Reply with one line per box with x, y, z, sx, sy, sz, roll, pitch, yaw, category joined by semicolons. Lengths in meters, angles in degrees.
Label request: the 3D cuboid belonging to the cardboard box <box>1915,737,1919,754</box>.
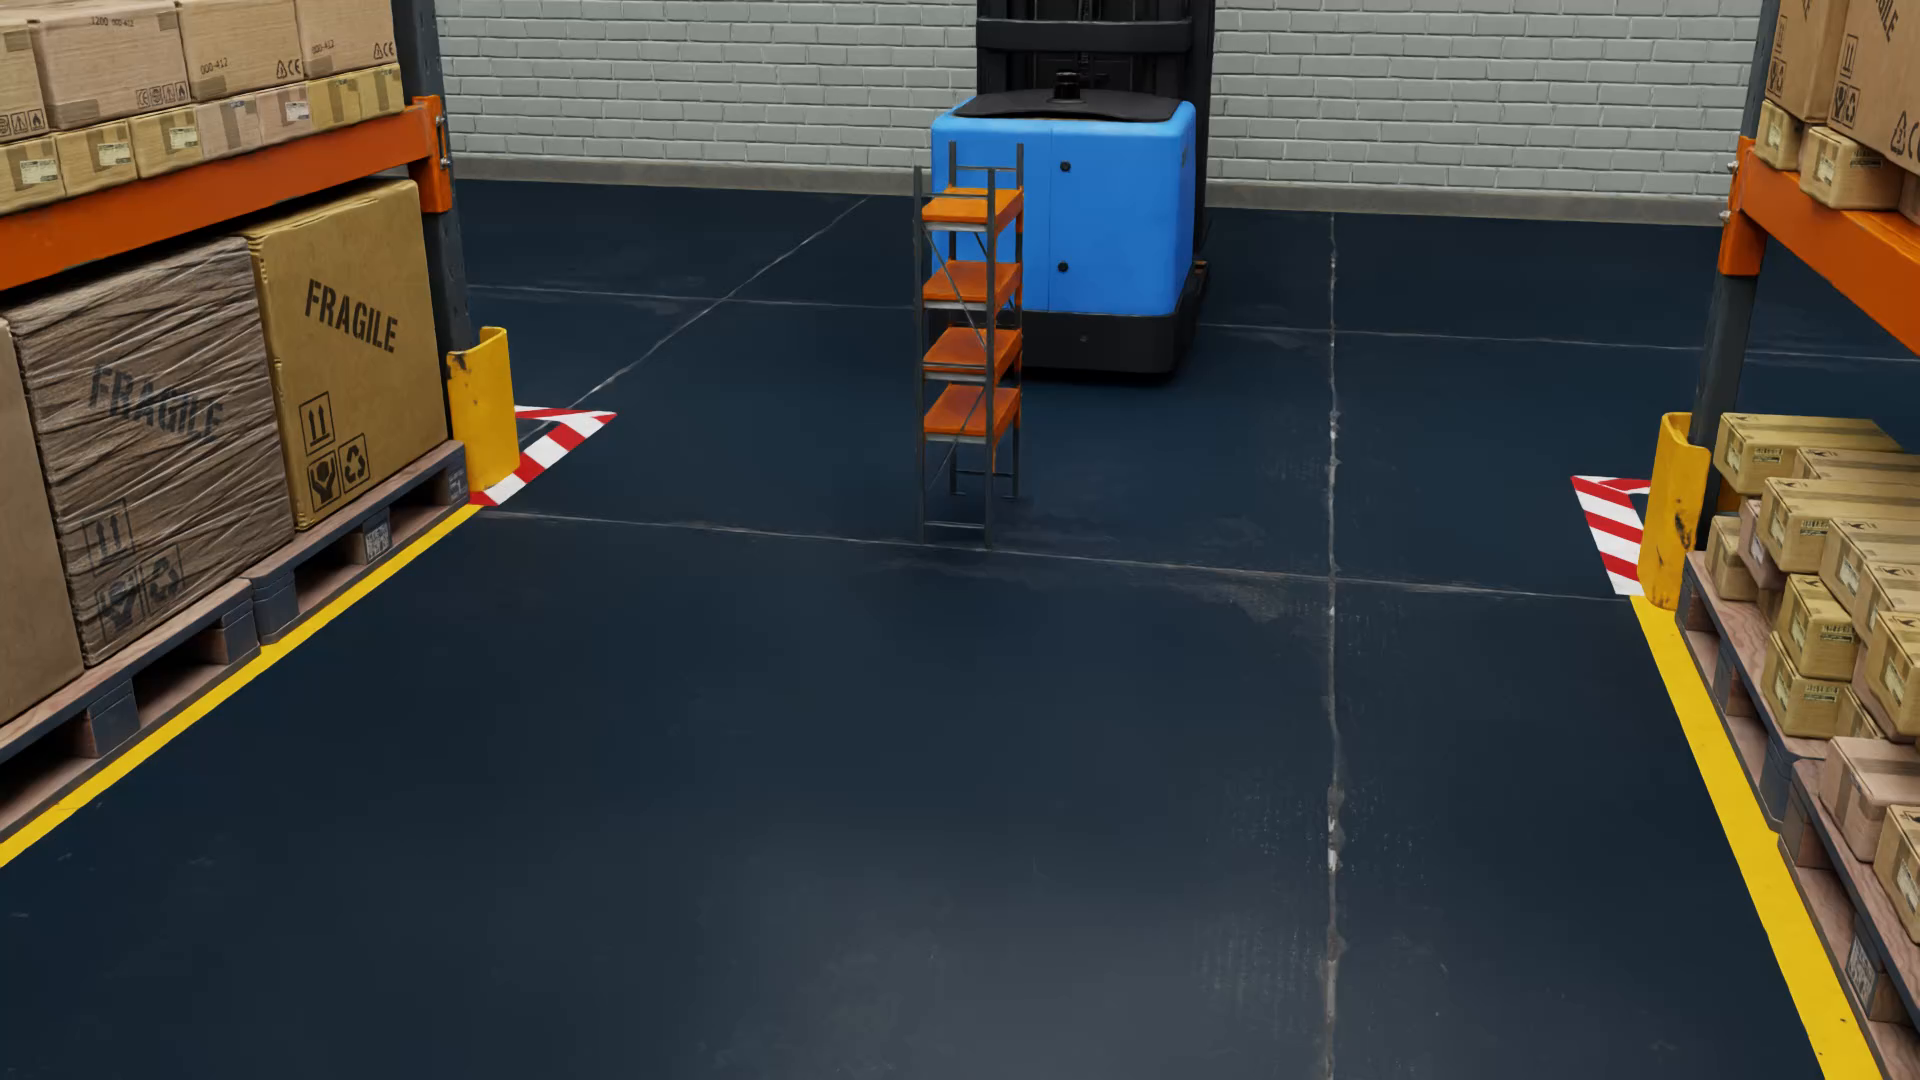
2.076;0.412;3.172;0.380;0.149;0.250;6;23;14;cardboard box

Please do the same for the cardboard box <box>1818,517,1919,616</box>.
2.118;0.072;3.616;0.380;0.149;0.250;3;22;8;cardboard box

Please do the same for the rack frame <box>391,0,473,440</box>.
-2.192;-1.649;5.434;1.000;3.000;0.127;4;22;11;rack frame

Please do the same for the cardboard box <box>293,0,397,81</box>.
-2.031;-1.520;4.916;0.500;0.250;0.500;4;22;10;cardboard box

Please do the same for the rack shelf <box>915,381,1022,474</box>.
0.034;-0.371;5.379;0.258;0.148;0.480;4;22;11;rack shelf

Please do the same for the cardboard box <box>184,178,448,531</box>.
-2.244;-0.618;5.156;0.875;0.875;0.875;4;22;11;cardboard box

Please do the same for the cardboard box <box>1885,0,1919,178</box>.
2.084;-0.900;3.040;0.500;0.500;0.500;5;22;12;cardboard box

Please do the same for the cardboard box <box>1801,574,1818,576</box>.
2.210;0.119;3.898;0.380;0.149;0.250;5;22;12;cardboard box

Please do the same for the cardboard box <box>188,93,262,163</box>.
-2.098;-1.099;4.403;0.380;0.149;0.250;5;22;12;cardboard box

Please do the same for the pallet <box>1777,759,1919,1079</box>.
2.176;0.826;3.020;1.003;0.211;1.213;4;22;11;pallet

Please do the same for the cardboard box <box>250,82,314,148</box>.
-2.046;-1.190;4.630;0.380;0.149;0.250;5;22;11;cardboard box

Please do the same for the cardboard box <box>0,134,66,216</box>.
-2.255;-0.819;3.707;0.380;0.149;0.250;5;22;12;cardboard box

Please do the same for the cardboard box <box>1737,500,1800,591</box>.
2.173;0.023;4.137;0.380;0.149;0.250;4;22;11;cardboard box

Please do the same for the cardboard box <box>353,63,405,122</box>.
-1.942;-1.378;5.095;0.380;0.149;0.250;5;22;12;cardboard box

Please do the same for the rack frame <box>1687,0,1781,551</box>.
2.643;-1.234;4.403;1.000;3.000;0.127;4;22;11;rack frame

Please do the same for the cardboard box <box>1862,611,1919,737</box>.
1.954;0.266;3.136;0.380;0.149;0.250;5;22;12;cardboard box

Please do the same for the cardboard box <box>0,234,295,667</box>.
-2.430;-0.286;4.330;0.875;0.875;0.875;4;22;11;cardboard box

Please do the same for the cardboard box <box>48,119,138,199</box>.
-2.202;-0.909;3.932;0.380;0.149;0.250;5;22;11;cardboard box

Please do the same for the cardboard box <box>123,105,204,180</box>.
-2.149;-1.004;4.167;0.380;0.149;0.250;4;22;10;cardboard box

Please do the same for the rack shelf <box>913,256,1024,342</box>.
0.034;-0.762;5.221;0.258;0.148;0.480;4;22;11;rack shelf

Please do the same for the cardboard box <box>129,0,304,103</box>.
-2.135;-1.335;4.456;0.500;0.250;0.500;4;22;10;cardboard box

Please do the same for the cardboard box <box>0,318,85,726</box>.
-2.612;0.040;3.521;0.875;0.875;0.875;4;22;11;cardboard box

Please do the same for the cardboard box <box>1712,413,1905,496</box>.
2.203;-0.217;4.335;0.380;0.149;0.250;3;22;8;cardboard box

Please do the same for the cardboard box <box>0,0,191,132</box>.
-2.239;-1.149;3.993;0.500;0.250;0.500;4;22;9;cardboard box

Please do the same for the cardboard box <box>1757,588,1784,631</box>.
2.249;0.162;4.189;0.380;0.149;0.250;4;22;11;cardboard box

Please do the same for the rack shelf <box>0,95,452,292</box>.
-2.600;-0.584;3.752;1.077;0.370;4.000;4;22;11;rack shelf

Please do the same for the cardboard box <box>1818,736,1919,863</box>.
1.951;0.524;3.291;0.380;0.149;0.250;3;22;8;cardboard box

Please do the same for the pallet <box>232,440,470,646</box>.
-2.279;-0.058;5.214;1.003;0.211;1.213;4;22;11;pallet

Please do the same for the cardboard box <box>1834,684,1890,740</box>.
2.087;0.439;3.501;0.380;0.149;0.250;5;22;11;cardboard box

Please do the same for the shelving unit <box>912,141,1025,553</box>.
0.034;-0.617;5.280;0.258;1.200;0.503;4;22;11;shelving unit

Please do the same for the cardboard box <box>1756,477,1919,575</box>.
2.088;-0.025;3.857;0.380;0.149;0.250;4;22;11;cardboard box

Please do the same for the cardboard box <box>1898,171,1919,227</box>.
2.218;-0.729;3.484;0.380;0.149;0.250;6;23;13;cardboard box

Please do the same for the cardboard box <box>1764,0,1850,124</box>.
2.281;-1.276;3.974;0.500;0.500;0.500;6;23;13;cardboard box

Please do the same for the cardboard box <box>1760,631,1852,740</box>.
2.046;0.339;3.751;0.380;0.149;0.250;5;22;12;cardboard box

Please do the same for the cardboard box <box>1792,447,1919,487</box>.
2.265;-0.107;4.062;0.380;0.149;0.250;5;22;12;cardboard box

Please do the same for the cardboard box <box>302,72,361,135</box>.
-1.994;-1.282;4.859;0.380;0.149;0.250;5;22;11;cardboard box

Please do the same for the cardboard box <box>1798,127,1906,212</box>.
2.137;-0.834;3.745;0.380;0.149;0.250;4;22;9;cardboard box

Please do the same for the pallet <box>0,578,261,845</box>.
-2.530;0.387;4.109;1.003;0.211;1.213;4;22;11;pallet

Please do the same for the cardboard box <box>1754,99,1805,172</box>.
2.256;-1.024;4.218;0.380;0.149;0.250;4;22;10;cardboard box

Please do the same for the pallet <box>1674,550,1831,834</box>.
2.427;0.381;4.124;1.003;0.211;1.213;4;22;11;pallet

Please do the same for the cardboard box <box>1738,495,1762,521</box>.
2.285;-0.073;4.375;0.380;0.149;0.250;5;23;13;cardboard box

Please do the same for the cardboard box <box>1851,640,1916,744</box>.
2.090;0.309;3.426;0.380;0.149;0.250;3;22;8;cardboard box

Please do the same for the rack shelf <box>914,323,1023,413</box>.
0.034;-0.555;5.305;0.258;0.148;0.480;4;22;11;rack shelf

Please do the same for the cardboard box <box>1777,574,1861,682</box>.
2.052;0.205;3.685;0.380;0.149;0.250;5;23;13;cardboard box

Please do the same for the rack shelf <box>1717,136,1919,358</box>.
2.235;-0.169;2.722;1.077;0.370;4.000;4;22;11;rack shelf

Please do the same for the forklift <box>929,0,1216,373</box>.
0.669;-2.567;7.805;1.130;2.935;3.031;4;22;11;forklift

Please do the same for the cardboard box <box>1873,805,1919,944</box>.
1.920;0.627;3.035;0.380;0.149;0.250;4;22;11;cardboard box

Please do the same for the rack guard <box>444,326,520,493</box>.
-2.187;-0.499;5.923;1.175;0.500;0.348;4;22;11;rack guard

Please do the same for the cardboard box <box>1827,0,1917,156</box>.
2.196;-1.078;3.483;0.500;0.500;0.500;5;22;11;cardboard box

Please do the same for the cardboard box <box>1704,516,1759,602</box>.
2.223;0.060;4.442;0.380;0.149;0.250;5;22;12;cardboard box

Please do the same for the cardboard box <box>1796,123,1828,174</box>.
2.244;-0.928;3.979;0.380;0.149;0.250;5;23;13;cardboard box

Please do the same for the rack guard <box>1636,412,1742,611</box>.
2.627;-0.047;4.801;1.175;0.500;0.348;4;22;11;rack guard

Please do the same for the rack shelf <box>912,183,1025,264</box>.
0.034;-0.982;5.133;0.258;0.148;0.480;4;22;11;rack shelf

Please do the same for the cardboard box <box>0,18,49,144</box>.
-2.341;-0.958;3.520;0.500;0.250;0.500;4;22;11;cardboard box

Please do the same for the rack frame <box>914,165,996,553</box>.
-0.016;-0.528;5.058;0.240;1.200;0.015;4;22;11;rack frame

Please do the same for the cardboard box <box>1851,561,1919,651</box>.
2.053;0.173;3.366;0.380;0.149;0.250;5;23;13;cardboard box

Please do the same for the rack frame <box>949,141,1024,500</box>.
0.084;-0.706;5.501;0.240;1.200;0.015;4;22;11;rack frame
